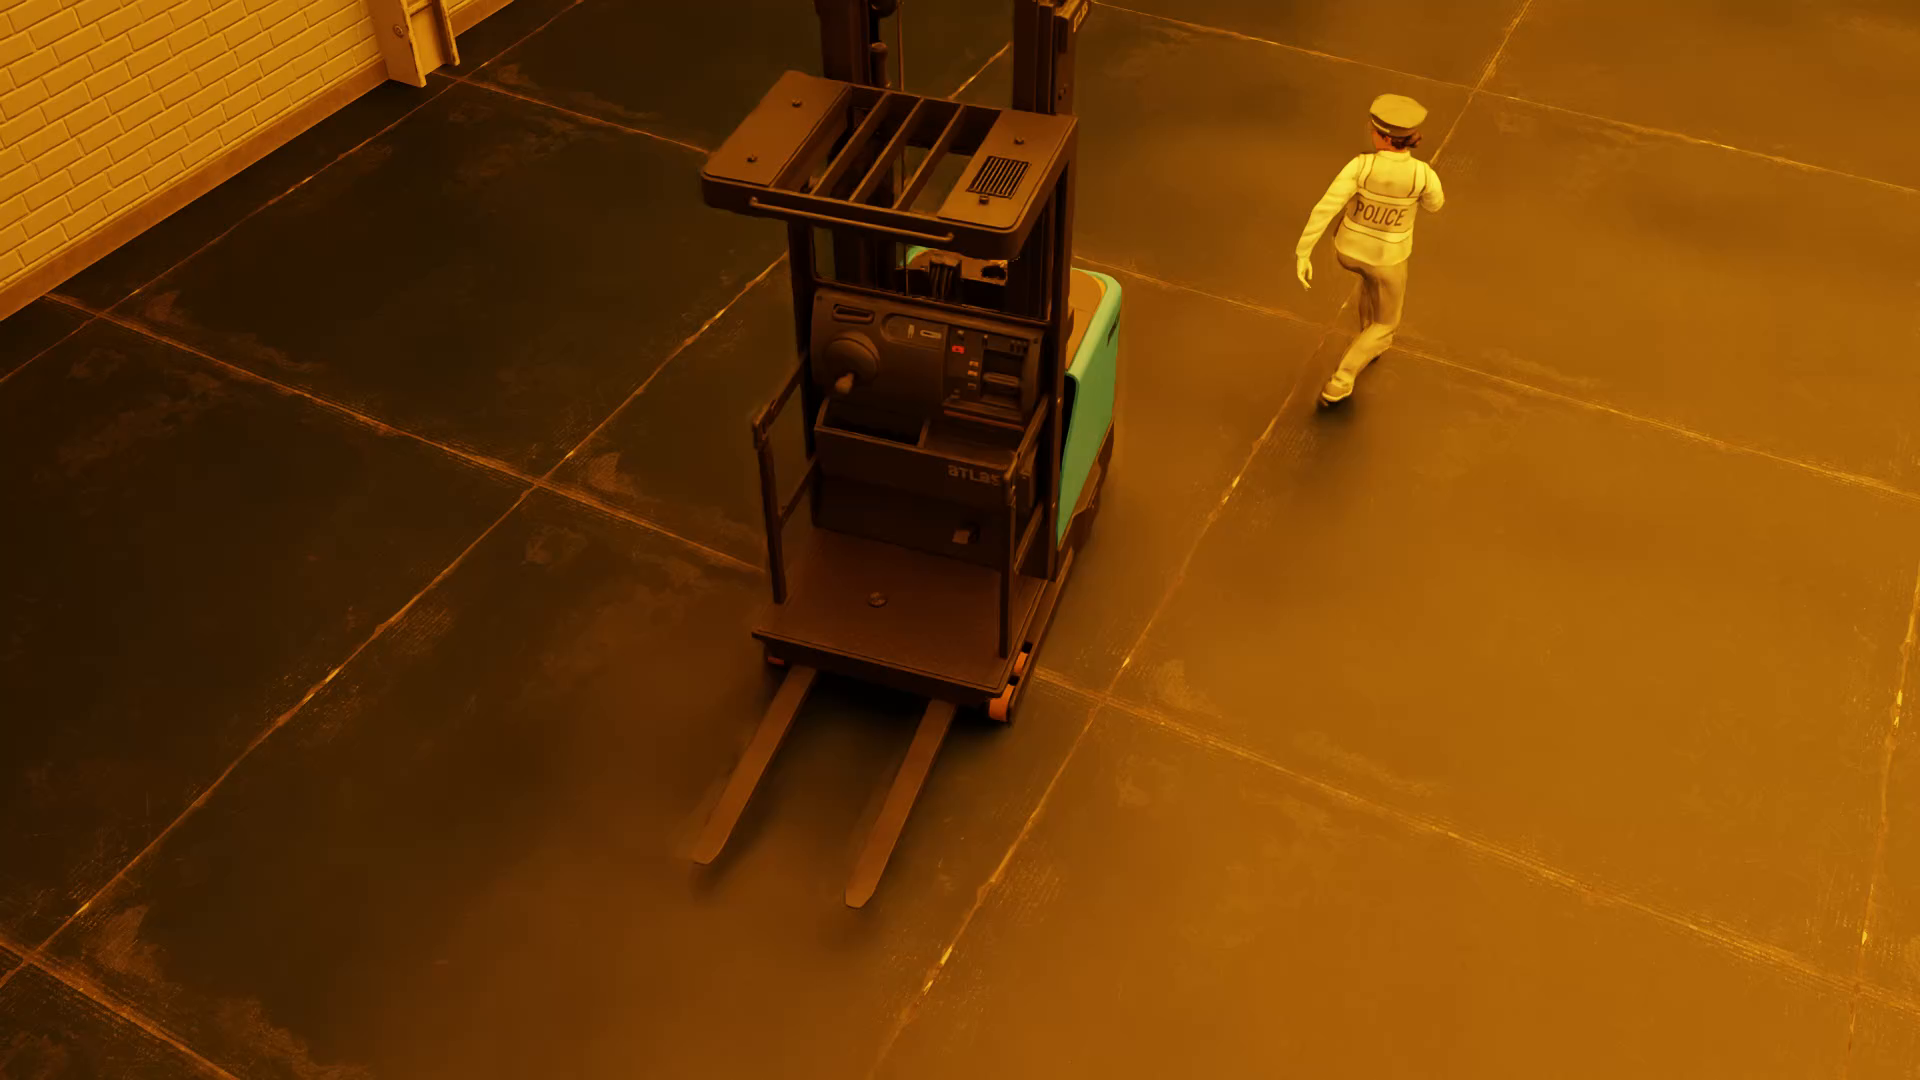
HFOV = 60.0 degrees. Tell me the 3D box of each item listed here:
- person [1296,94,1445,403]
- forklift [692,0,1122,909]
[{"bbox_3d":[2.031,-1.438,8.195,0.517,1.591,0.853,25,49,24],"label":"person"},{"bbox_3d":[-0.204,-0.620,6.312,1.130,2.935,3.031,13,45,13],"label":"forklift"}]
